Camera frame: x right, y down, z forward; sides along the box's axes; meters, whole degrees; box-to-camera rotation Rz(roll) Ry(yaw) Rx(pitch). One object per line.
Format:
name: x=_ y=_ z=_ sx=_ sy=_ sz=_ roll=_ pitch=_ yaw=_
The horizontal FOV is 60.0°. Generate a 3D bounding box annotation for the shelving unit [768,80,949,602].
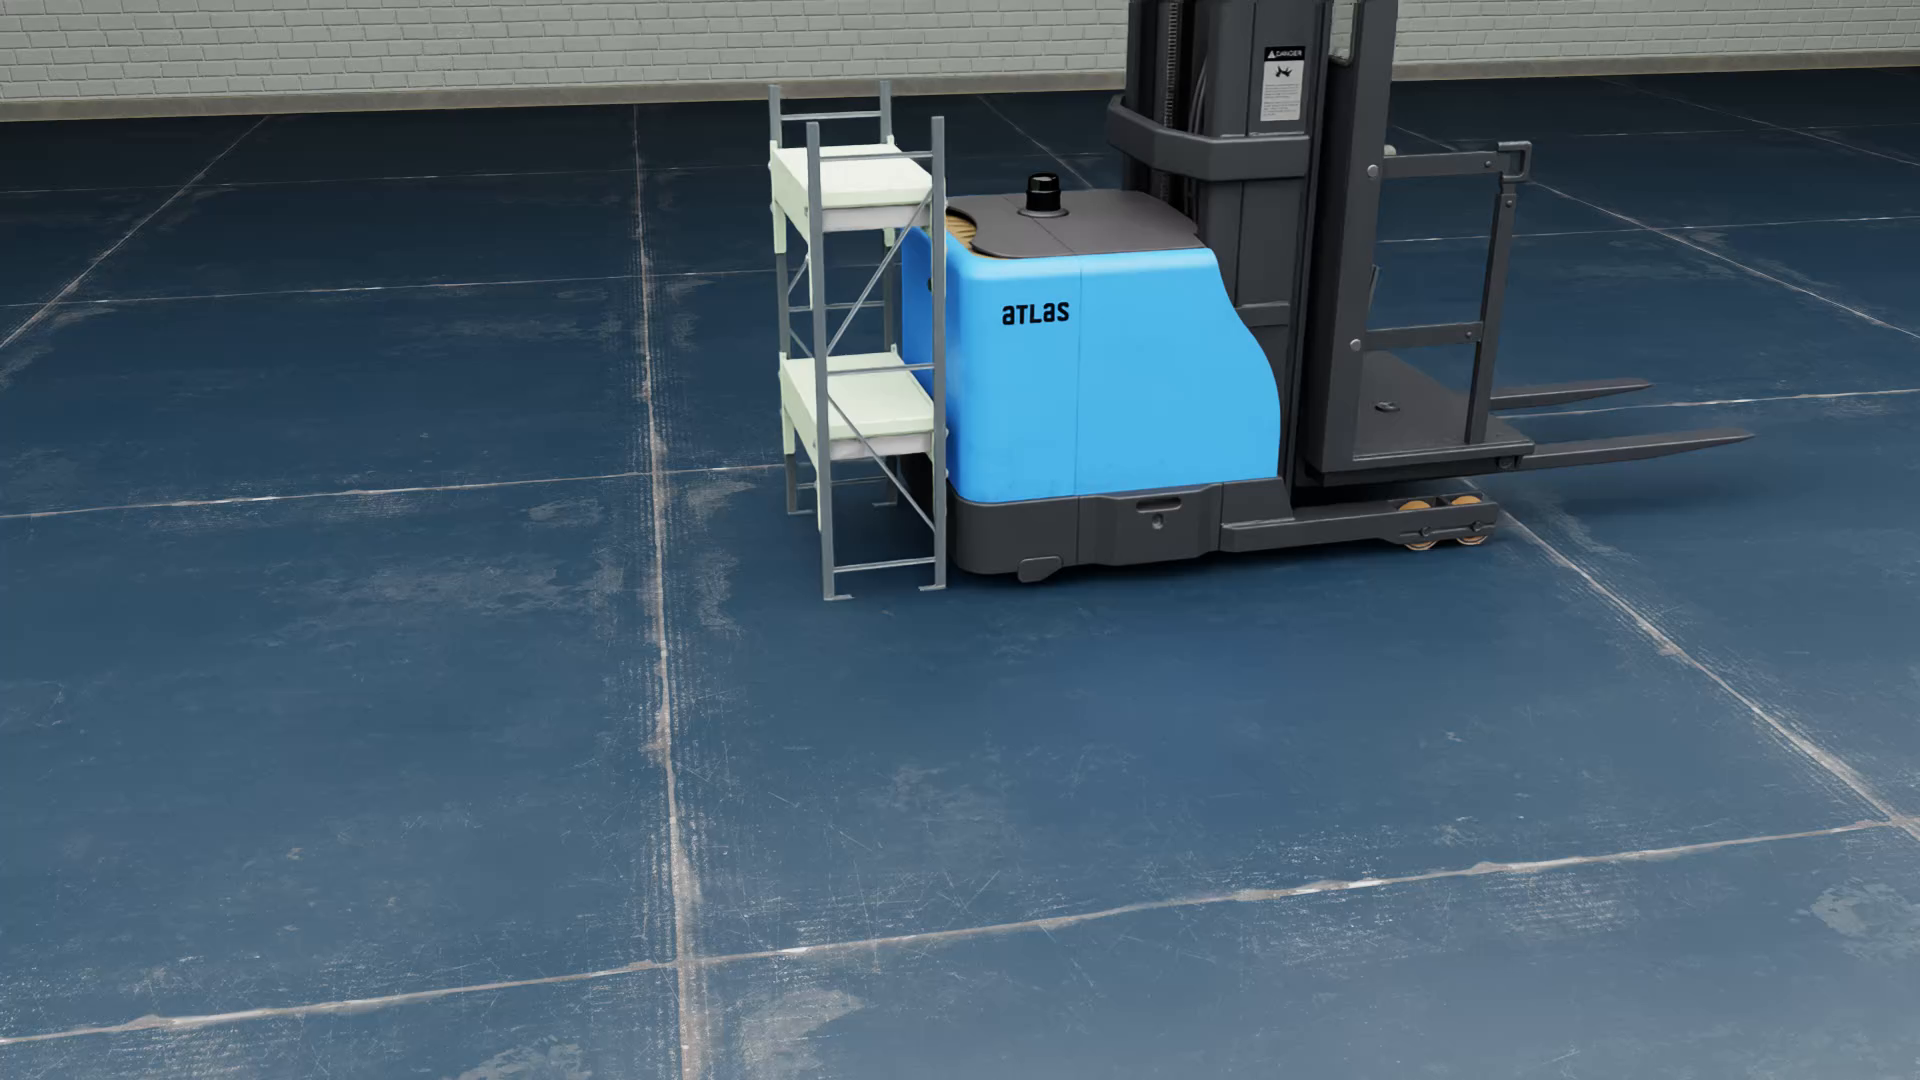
shelving unit: x=-0.332 y=-0.655 z=5.376 sx=0.431 sy=1.500 sz=0.755 roll=-6 pitch=24 yaw=-13

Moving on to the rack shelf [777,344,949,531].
rack shelf: x=-0.332 y=-0.356 z=5.507 sx=0.431 sy=0.370 sz=0.720 roll=-6 pitch=24 yaw=-13

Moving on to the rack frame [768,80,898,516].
rack frame: x=-0.423 y=-0.797 z=5.701 sx=0.400 sy=1.500 sz=0.023 roll=-6 pitch=24 yaw=-13

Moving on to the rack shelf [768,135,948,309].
rack shelf: x=-0.332 y=-1.013 z=5.220 sx=0.431 sy=0.370 sz=0.720 roll=-6 pitch=24 yaw=-13

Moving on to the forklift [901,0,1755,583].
forklift: x=1.355 y=-1.506 z=5.536 sx=3.031 sy=2.935 sz=1.130 roll=-6 pitch=24 yaw=-13

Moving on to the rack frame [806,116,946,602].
rack frame: x=-0.241 y=-0.513 z=5.051 sx=0.400 sy=1.500 sz=0.023 roll=-6 pitch=24 yaw=-13
